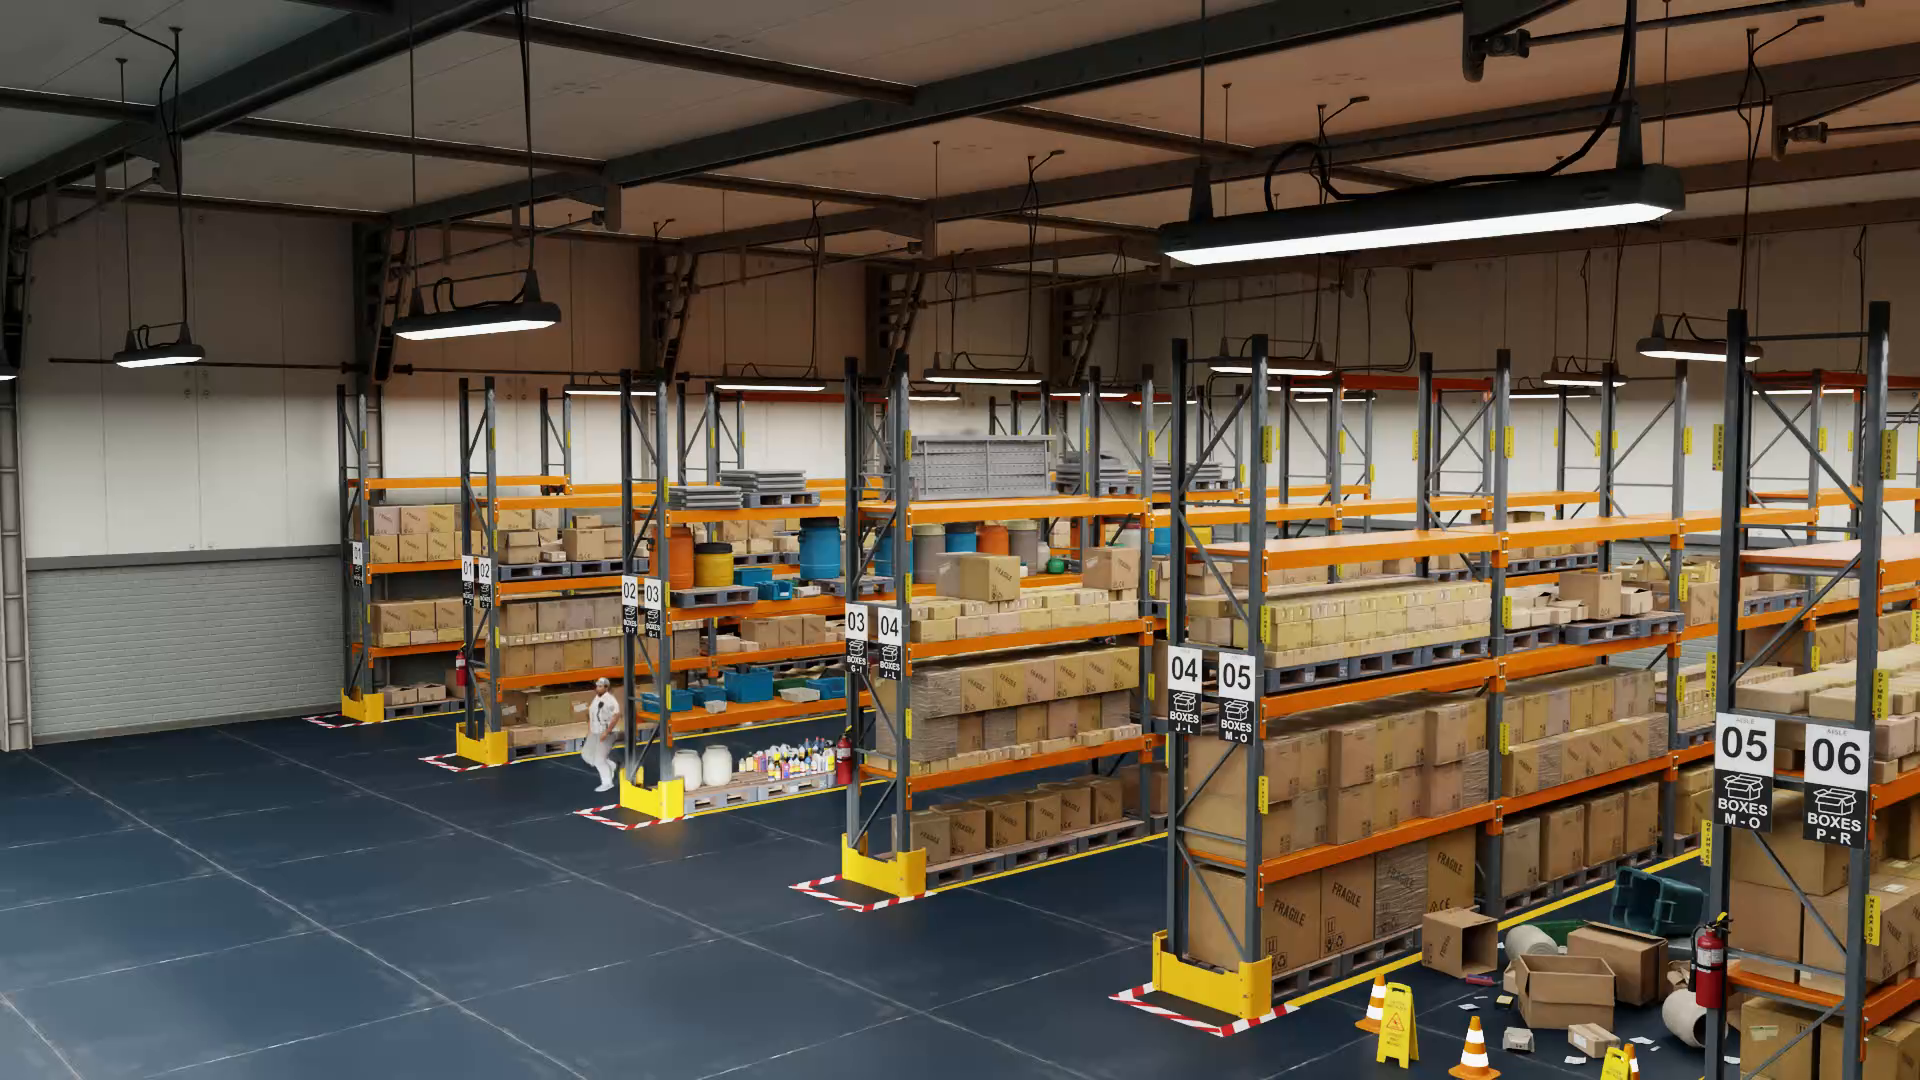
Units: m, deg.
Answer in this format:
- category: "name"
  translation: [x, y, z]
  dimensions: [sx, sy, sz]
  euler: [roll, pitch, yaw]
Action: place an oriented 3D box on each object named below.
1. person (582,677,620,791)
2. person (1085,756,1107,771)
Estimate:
- category: "person"
  translation: [-5.161, 2.792, 23.951]
  dimensions: [0.508, 1.635, 0.636]
  euler: [-3, 5, -39]
- category: "person"
  translation: [1.940, 2.655, 24.960]
  dimensions: [0.611, 1.795, 0.777]
  euler: [3, 5, 43]
